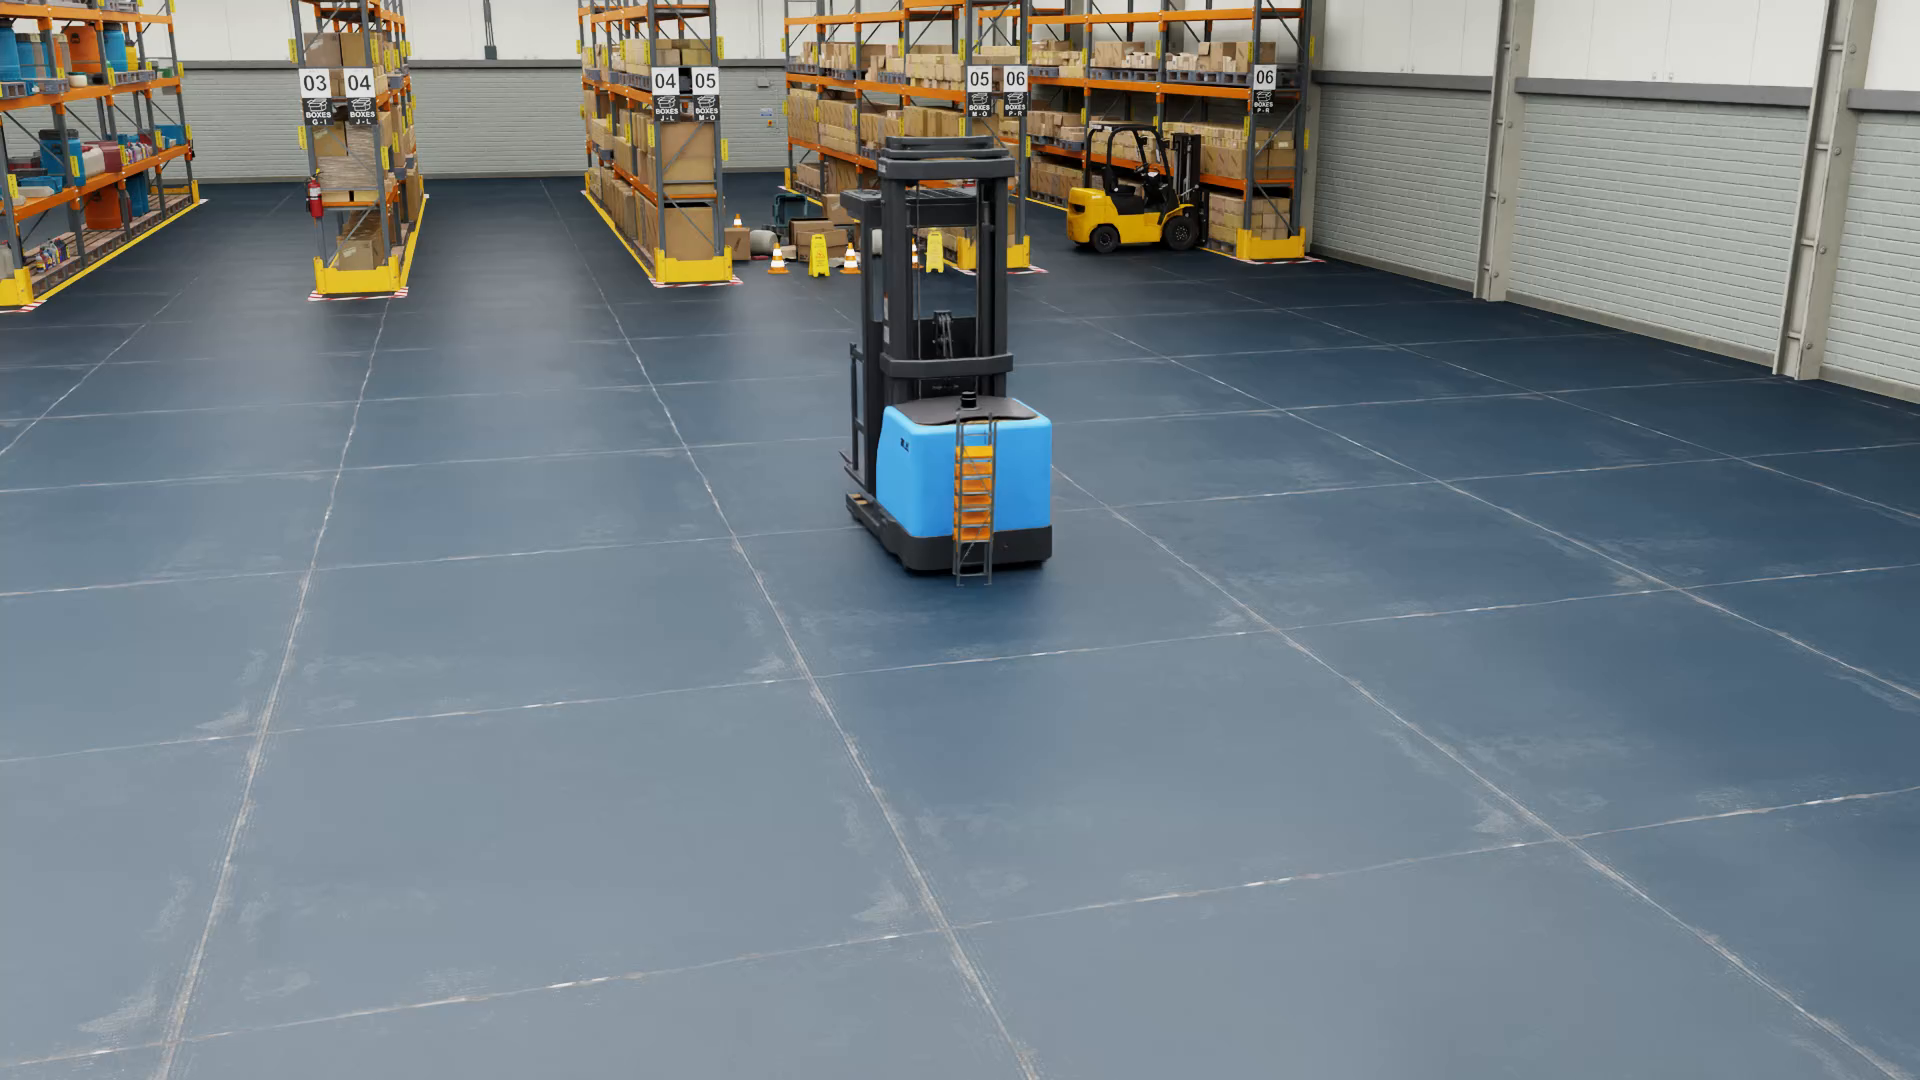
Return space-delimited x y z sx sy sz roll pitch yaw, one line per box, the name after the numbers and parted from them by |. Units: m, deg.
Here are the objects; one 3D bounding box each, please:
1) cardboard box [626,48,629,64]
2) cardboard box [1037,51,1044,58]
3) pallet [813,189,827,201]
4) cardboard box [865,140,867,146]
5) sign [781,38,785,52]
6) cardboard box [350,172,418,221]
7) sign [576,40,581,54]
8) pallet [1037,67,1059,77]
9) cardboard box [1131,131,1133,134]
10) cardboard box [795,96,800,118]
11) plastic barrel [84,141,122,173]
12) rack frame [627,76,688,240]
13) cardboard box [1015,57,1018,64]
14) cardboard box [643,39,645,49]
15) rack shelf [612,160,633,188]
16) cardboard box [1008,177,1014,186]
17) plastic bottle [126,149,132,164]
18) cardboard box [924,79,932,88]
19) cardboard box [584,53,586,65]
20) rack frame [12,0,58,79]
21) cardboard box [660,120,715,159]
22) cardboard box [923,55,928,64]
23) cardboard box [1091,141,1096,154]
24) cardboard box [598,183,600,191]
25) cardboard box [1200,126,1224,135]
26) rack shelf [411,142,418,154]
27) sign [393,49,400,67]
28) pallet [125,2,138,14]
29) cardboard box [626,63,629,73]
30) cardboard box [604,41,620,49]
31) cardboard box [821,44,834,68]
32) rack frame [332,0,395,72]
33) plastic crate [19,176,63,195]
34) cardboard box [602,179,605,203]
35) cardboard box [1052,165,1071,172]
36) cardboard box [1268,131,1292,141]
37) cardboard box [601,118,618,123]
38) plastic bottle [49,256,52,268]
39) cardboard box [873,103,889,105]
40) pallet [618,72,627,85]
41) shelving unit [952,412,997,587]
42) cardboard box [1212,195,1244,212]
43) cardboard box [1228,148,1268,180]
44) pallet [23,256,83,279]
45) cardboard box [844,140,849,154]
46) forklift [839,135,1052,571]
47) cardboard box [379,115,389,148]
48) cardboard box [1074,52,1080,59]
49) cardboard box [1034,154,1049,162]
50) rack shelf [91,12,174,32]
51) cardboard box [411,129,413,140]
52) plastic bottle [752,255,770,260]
-5.392 -8.211 28.200 0.500 0.250 0.500 -5 17 -15 | cardboard box
1.975 -11.018 37.719 0.380 0.149 0.250 -5 17 -16 | cardboard box
-2.858 -8.126 39.136 1.003 0.211 1.213 -5 17 -15 | pallet
-1.714 -8.114 33.958 0.380 0.149 0.250 -6 18 -18 | cardboard box
-4.358 -12.202 40.988 0.100 0.325 0.005 -5 17 -15 | sign
-11.323 -6.731 32.609 1.225 0.875 0.875 -6 18 -18 | cardboard box
-9.077 -11.744 39.601 0.100 0.325 0.005 -5 17 -15 | sign
2.447 -10.512 37.346 1.213 0.211 1.003 -5 17 -15 | pallet
3.622 -8.142 33.043 0.380 0.149 0.250 -5 17 -17 | cardboard box
-3.667 -10.438 40.077 0.500 0.500 0.500 -5 17 -16 | cardboard box
-15.497 -6.924 30.052 0.600 0.536 0.708 -5 17 -15 | plastic barrel
-5.257 -6.612 29.252 1.000 3.000 0.127 -5 17 -15 | rack frame
1.521 -11.402 39.726 0.500 0.250 0.500 -5 18 -17 | cardboard box
-4.644 -7.589 25.434 0.380 0.149 0.250 -5 17 -15 | cardboard box
-5.807 -6.821 31.197 1.077 0.370 4.000 -5 17 -15 | rack shelf
0.680 -5.915 27.367 0.380 0.149 0.250 -5 17 -15 | cardboard box
-15.997 -7.376 31.995 0.061 0.283 0.133 -5 17 -15 | plastic bottle
-0.406 -7.879 28.690 0.380 0.149 0.250 -5 17 -16 | cardboard box
-8.412 -11.109 38.398 0.500 0.250 0.500 -4 17 -15 | cardboard box
-14.816 -8.730 25.872 1.000 3.000 0.127 -5 17 -15 | rack frame
-4.222 -6.201 25.743 0.875 0.550 0.550 -5 17 -15 | cardboard box
-0.426 -8.334 28.820 0.380 0.149 0.250 -5 18 -17 | cardboard box
3.034 -8.318 35.189 0.500 0.250 0.500 -5 17 -15 | cardboard box
-7.934 -7.939 37.378 0.380 0.149 0.250 -6 18 -18 | cardboard box
4.564 -7.397 30.045 0.380 0.149 0.250 -5 17 -15 | cardboard box
-12.802 -8.670 37.351 1.077 0.370 4.000 -5 17 -15 | rack shelf
-10.631 -9.081 31.358 0.100 0.325 0.005 -5 17 -15 | sign
-16.758 -10.434 32.570 1.003 0.211 1.213 -5 17 -15 | pallet
-5.484 -8.050 28.357 0.380 0.149 0.250 -5 17 -16 | cardboard box
-6.873 -9.802 33.151 0.396 0.266 0.258 -5 17 -15 | cardboard box
-2.761 -10.664 36.620 0.500 0.500 0.500 -5 17 -16 | cardboard box
-11.153 -10.228 30.859 1.000 3.000 0.127 -5 17 -15 | rack frame
-14.251 -5.501 25.809 0.499 0.251 0.616 -5 17 -15 | plastic crate
-7.508 -7.604 36.167 0.500 0.500 0.500 -4 17 -13 | cardboard box
2.309 -8.476 37.944 0.380 0.149 0.250 -4 17 -13 | cardboard box
5.459 -6.930 28.489 0.380 0.149 0.250 -5 17 -16 | cardboard box
-7.860 -9.127 36.932 0.500 0.500 0.500 -5 17 -15 | cardboard box
-14.064 -4.297 25.642 0.097 0.201 0.097 0 17 0 | plastic bottle
-1.671 -8.957 35.145 0.500 0.500 0.500 -5 17 -15 | cardboard box
-5.818 -8.582 30.923 1.003 0.211 1.213 -4 17 -13 | pallet
0.096 -0.267 11.229 0.258 1.200 0.189 -3 26 -9 | shelving unit
4.773 -5.925 29.276 0.500 0.250 0.500 -4 17 -14 | cardboard box
4.958 -6.482 28.644 0.500 0.500 0.500 -5 17 -16 | cardboard box
-14.672 -4.332 26.507 1.003 0.211 1.213 -5 17 -15 | pallet
-2.169 -8.326 35.216 0.500 0.250 0.500 -4 17 -14 | cardboard box
-0.267 -1.575 12.602 1.130 2.935 3.031 -5 17 -16 | forklift
-9.256 -6.400 26.114 0.500 0.500 0.500 -5 17 -15 | cardboard box
2.676 -10.452 35.871 0.380 0.149 0.250 -5 18 -17 | cardboard box
1.949 -8.980 39.103 0.380 0.149 0.250 -5 17 -16 | cardboard box
-17.564 -10.960 35.242 1.077 0.370 4.000 -5 17 -15 | rack shelf
-12.409 -8.963 36.821 0.500 0.250 0.500 -4 17 -14 | cardboard box
-3.394 -4.820 28.391 0.283 0.061 0.133 -12 20 -34 | plastic bottle
